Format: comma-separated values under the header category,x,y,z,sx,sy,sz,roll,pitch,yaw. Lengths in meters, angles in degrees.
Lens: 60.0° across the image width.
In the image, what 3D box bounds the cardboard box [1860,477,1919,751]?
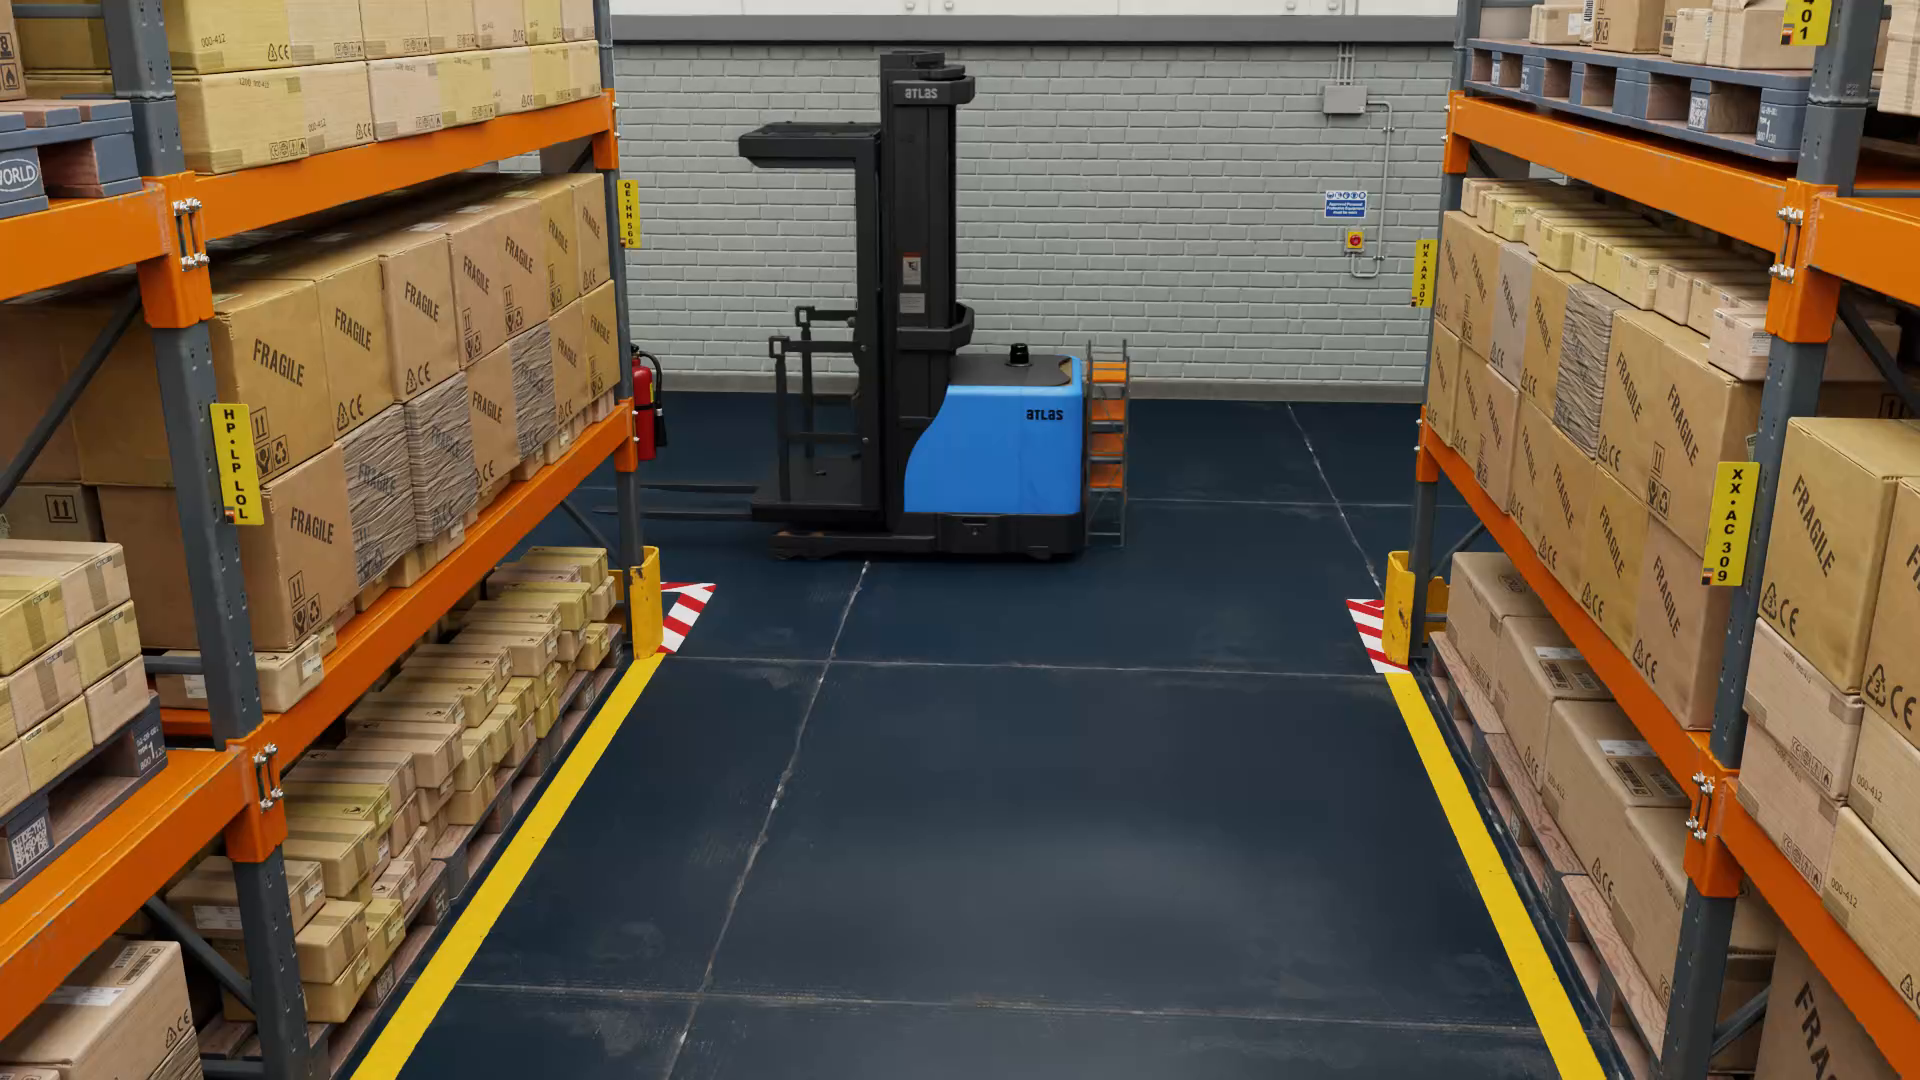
category,x,y,z,sx,sy,sz,roll,pitch,yaw
cardboard box,2.175,0.188,3.266,0.500,0.500,0.500,1,18,4

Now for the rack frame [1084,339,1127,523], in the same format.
category,x,y,z,sx,sy,sz,roll,pitch,yaw
rack frame,0.920,-0.681,10.576,0.240,1.200,0.015,1,18,3

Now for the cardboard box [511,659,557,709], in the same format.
category,x,y,z,sx,sy,sz,roll,pitch,yaw
cardboard box,-1.969,0.607,7.180,0.380,0.149,0.250,2,18,5

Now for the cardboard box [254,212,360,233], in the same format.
category,x,y,z,sx,sy,sz,roll,pitch,yaw
cardboard box,-2.575,-0.954,6.273,0.500,0.500,0.500,1,18,2

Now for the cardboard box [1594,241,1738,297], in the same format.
category,x,y,z,sx,sy,sz,roll,pitch,yaw
cardboard box,2.361,-0.908,5.568,0.380,0.149,0.250,1,18,3

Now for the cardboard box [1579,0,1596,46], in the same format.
category,x,y,z,sx,sy,sz,roll,pitch,yaw
cardboard box,2.631,-1.987,6.161,0.500,0.311,0.500,2,18,5

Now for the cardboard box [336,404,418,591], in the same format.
category,x,y,z,sx,sy,sz,roll,pitch,yaw
cardboard box,-2.127,-0.148,5.420,0.500,0.500,0.500,1,18,4

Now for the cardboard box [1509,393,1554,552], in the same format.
category,x,y,z,sx,sy,sz,roll,pitch,yaw
cardboard box,2.386,-0.254,6.221,0.500,0.500,0.500,2,18,6

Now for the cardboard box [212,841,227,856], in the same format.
category,x,y,z,sx,sy,sz,roll,pitch,yaw
cardboard box,-2.728,1.084,5.725,0.380,0.149,0.250,1,18,2

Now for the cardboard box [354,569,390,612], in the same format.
category,x,y,z,sx,sy,sz,roll,pitch,yaw
cardboard box,-2.159,0.131,5.609,0.380,0.149,0.250,0,18,1

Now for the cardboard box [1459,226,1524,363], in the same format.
category,x,y,z,sx,sy,sz,roll,pitch,yaw
cardboard box,2.440,-1.040,7.013,0.500,0.500,0.500,1,18,2

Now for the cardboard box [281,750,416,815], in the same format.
category,x,y,z,sx,sy,sz,roll,pitch,yaw
cardboard box,-2.167,0.867,5.907,0.380,0.149,0.250,1,18,2

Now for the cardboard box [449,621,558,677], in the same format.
category,x,y,z,sx,sy,sz,roll,pitch,yaw
cardboard box,-1.954,0.467,7.131,0.380,0.149,0.250,2,18,6

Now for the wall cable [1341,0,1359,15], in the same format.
category,x,y,z,sx,sy,sz,roll,pitch,yaw
wall cable,2.915,-5.444,12.587,0.463,3.000,0.029,1,18,4

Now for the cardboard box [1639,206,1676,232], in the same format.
category,x,y,z,sx,sy,sz,roll,pitch,yaw
cardboard box,2.885,-1.217,6.513,0.380,0.149,0.250,1,18,3

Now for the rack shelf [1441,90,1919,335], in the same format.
category,x,y,z,sx,sy,sz,roll,pitch,yaw
rack shelf,2.645,-1.283,5.859,1.077,0.370,4.000,1,18,4

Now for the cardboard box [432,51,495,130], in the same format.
category,x,y,z,sx,sy,sz,roll,pitch,yaw
cardboard box,-2.021,-1.629,6.000,0.500,0.250,0.500,2,18,6

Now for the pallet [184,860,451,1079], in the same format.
category,x,y,z,sx,sy,sz,roll,pitch,yaw
pallet,-2.430,1.458,5.633,1.003,0.211,1.213,1,18,4

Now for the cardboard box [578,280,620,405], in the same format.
category,x,y,z,sx,sy,sz,roll,pitch,yaw
cardboard box,-1.931,-0.943,7.846,0.500,0.500,0.500,2,18,5

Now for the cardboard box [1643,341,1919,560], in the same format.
category,x,y,z,sx,sy,sz,roll,pitch,yaw
cardboard box,2.260,-0.254,4.614,0.500,0.500,0.500,1,18,3

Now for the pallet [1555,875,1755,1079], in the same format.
category,x,y,z,sx,sy,sz,roll,pitch,yaw
pallet,2.634,1.512,5.468,1.003,0.211,1.213,1,18,4

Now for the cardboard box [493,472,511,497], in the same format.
category,x,y,z,sx,sy,sz,roll,pitch,yaw
cardboard box,-2.078,-0.275,6.847,0.380,0.149,0.250,1,18,2

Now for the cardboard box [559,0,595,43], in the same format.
category,x,y,z,sx,sy,sz,roll,pitch,yaw
cardboard box,-1.935,-2.343,7.376,0.500,0.250,0.500,1,18,2

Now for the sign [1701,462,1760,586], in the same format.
category,x,y,z,sx,sy,sz,roll,pitch,yaw
sign,1.948,-0.039,4.208,0.100,0.325,0.005,1,18,4

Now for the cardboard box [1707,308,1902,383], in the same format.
category,x,y,z,sx,sy,sz,roll,pitch,yaw
cardboard box,2.207,-0.512,4.360,0.380,0.149,0.250,1,18,3

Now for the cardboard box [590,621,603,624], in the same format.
category,x,y,z,sx,sy,sz,roll,pitch,yaw
cardboard box,-1.986,0.424,8.217,0.380,0.149,0.250,2,18,5

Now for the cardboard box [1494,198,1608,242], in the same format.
category,x,y,z,sx,sy,sz,roll,pitch,yaw
cardboard box,2.405,-1.304,6.778,0.380,0.149,0.250,1,18,2

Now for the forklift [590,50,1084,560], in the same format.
category,x,y,z,sx,sy,sz,roll,pitch,yaw
forklift,-0.754,-1.434,10.091,3.031,2.935,1.130,1,18,3

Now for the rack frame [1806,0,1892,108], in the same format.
category,x,y,z,sx,sy,sz,roll,pitch,yaw
rack frame,2.502,-2.429,3.385,1.000,3.000,0.127,1,18,4

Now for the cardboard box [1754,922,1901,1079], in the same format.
category,x,y,z,sx,sy,sz,roll,pitch,yaw
cardboard box,2.537,1.426,3.991,0.875,0.875,0.875,2,18,6

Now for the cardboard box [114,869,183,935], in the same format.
category,x,y,z,sx,sy,sz,roll,pitch,yaw
cardboard box,-2.677,1.099,5.201,0.380,0.149,0.250,2,18,5

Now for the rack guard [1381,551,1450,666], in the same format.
category,x,y,z,sx,sy,sz,roll,pitch,yaw
rack guard,2.790,0.360,8.522,1.175,0.500,0.348,1,18,4

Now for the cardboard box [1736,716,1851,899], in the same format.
category,x,y,z,sx,sy,sz,roll,pitch,yaw
cardboard box,2.207,0.624,3.943,0.500,0.250,0.500,1,18,3

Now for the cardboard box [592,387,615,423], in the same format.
category,x,y,z,sx,sy,sz,roll,pitch,yaw
cardboard box,-1.897,-0.673,8.062,0.380,0.149,0.250,1,18,4

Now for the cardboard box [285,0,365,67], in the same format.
category,x,y,z,sx,sy,sz,roll,pitch,yaw
cardboard box,-2.128,-1.548,4.951,0.500,0.250,0.500,1,18,4

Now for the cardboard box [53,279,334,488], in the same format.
category,x,y,z,sx,sy,sz,roll,pitch,yaw
cardboard box,-2.167,-0.456,4.754,0.500,0.500,0.500,2,18,5

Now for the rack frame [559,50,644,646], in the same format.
category,x,y,z,sx,sy,sz,roll,pitch,yaw
rack frame,-2.156,-0.900,8.352,1.000,3.000,0.127,1,18,4

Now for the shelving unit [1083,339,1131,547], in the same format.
category,x,y,z,sx,sy,sz,roll,pitch,yaw
shelving unit,0.907,-0.606,10.344,0.258,1.200,0.503,1,18,3

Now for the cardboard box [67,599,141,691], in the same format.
category,x,y,z,sx,sy,sz,roll,pitch,yaw
cardboard box,-2.274,0.249,4.097,0.380,0.149,0.250,2,18,6

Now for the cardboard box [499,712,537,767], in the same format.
category,x,y,z,sx,sy,sz,roll,pitch,yaw
cardboard box,-2.008,0.828,6.983,0.380,0.149,0.250,2,18,5

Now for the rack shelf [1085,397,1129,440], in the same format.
category,x,y,z,sx,sy,sz,roll,pitch,yaw
rack shelf,0.907,-0.754,10.296,0.258,0.148,0.480,1,18,3

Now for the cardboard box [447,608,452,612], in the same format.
category,x,y,z,sx,sy,sz,roll,pitch,yaw
cardboard box,-2.578,0.292,7.664,0.380,0.149,0.250,1,18,4

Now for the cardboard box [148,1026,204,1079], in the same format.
category,x,y,z,sx,sy,sz,roll,pitch,yaw
cardboard box,-2.244,1.566,4.165,0.500,0.500,0.500,1,18,3

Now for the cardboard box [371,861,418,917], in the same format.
category,x,y,z,sx,sy,sz,roll,pitch,yaw
cardboard box,-2.111,1.231,5.753,0.380,0.149,0.250,1,18,4

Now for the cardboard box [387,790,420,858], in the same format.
category,x,y,z,sx,sy,sz,roll,pitch,yaw
cardboard box,-2.165,1.010,5.949,0.380,0.149,0.250,0,18,1

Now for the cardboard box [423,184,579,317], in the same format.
category,x,y,z,sx,sy,sz,roll,pitch,yaw
cardboard box,-1.977,-1.259,7.203,0.500,0.500,0.500,1,18,2

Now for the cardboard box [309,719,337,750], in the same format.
category,x,y,z,sx,sy,sz,roll,pitch,yaw
cardboard box,-2.657,0.692,6.442,0.380,0.149,0.250,1,18,2
